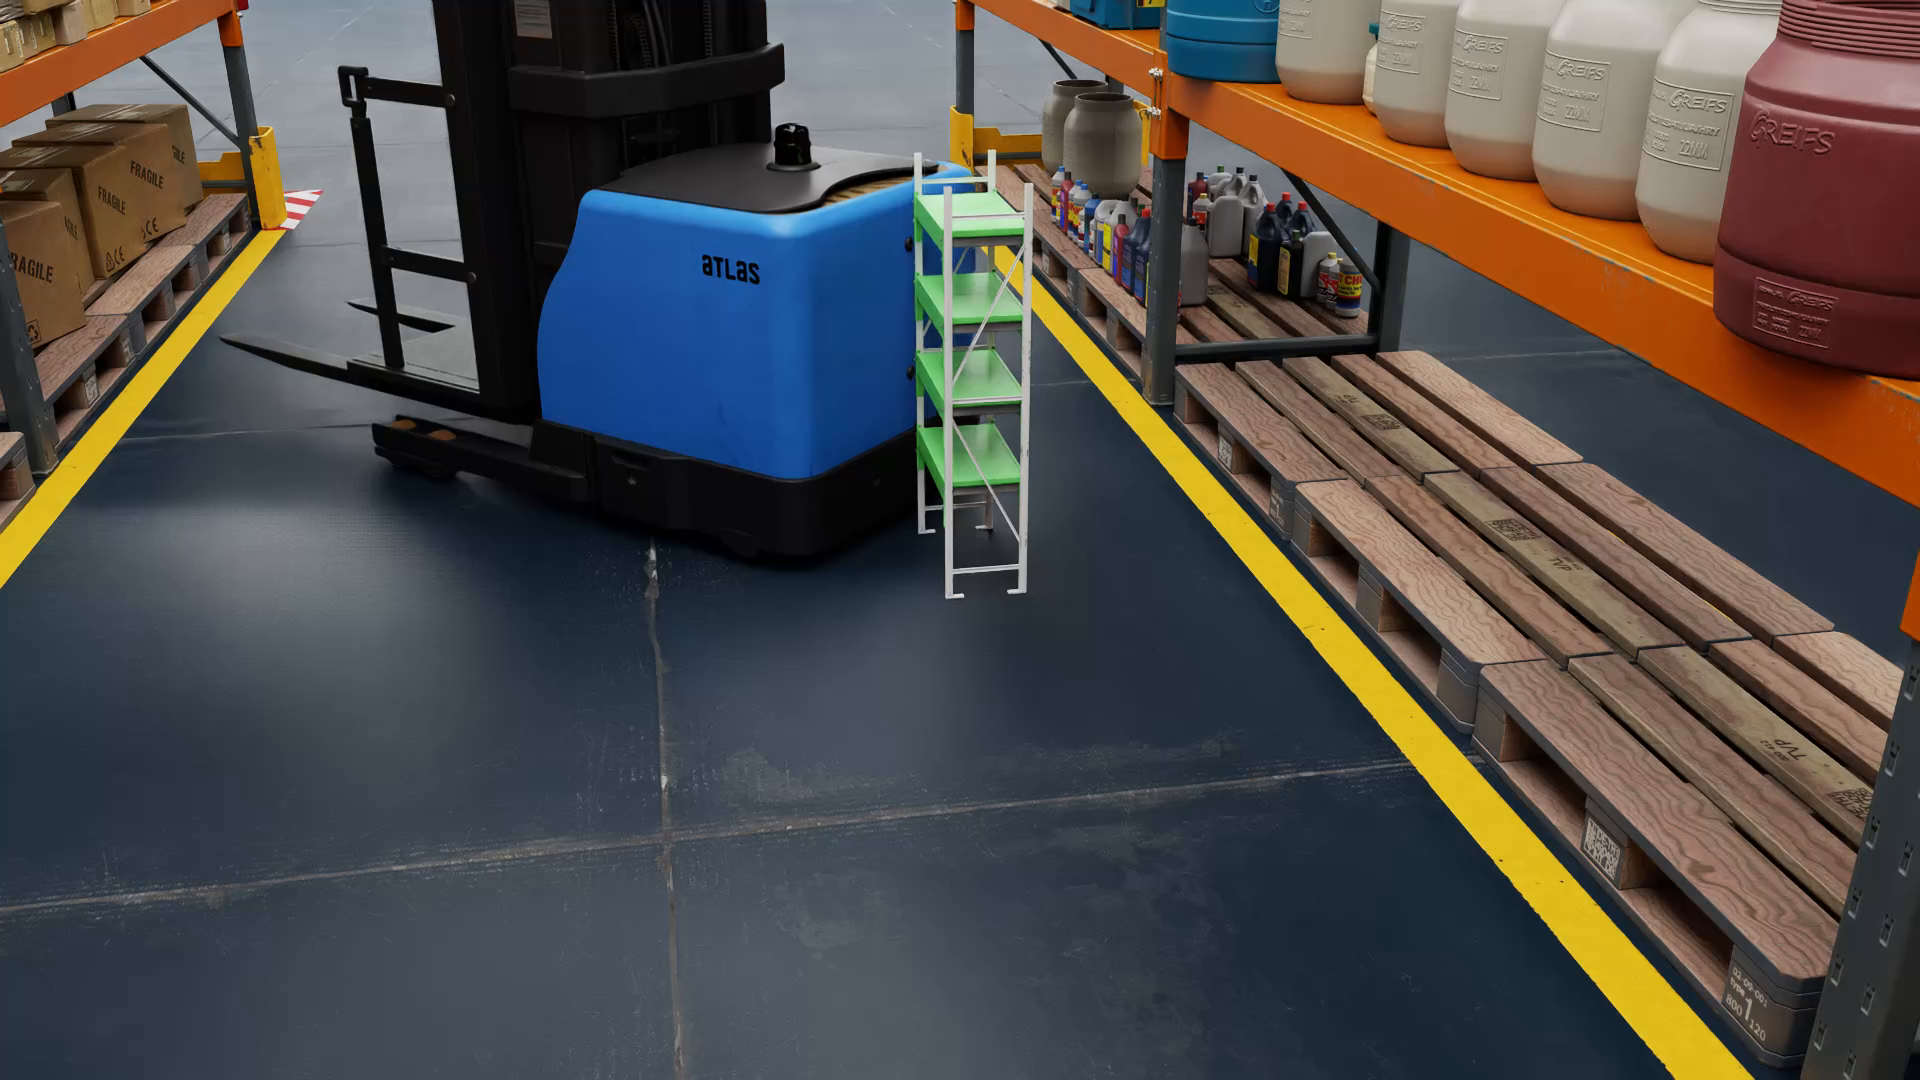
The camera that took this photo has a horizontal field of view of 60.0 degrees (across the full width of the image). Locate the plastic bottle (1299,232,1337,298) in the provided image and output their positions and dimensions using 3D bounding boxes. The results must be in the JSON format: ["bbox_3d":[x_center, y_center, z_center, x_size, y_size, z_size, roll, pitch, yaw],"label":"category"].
[{"bbox_3d":[1.503,-1.181,7.059,0.152,0.276,0.135,-3,24,-8],"label":"plastic bottle"}]

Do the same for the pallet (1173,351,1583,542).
[{"bbox_3d":[1.401,-0.361,5.812,1.003,0.211,1.213,-4,24,-10],"label":"pallet"}]

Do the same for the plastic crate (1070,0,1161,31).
[{"bbox_3d":[0.746,-2.291,6.935,0.499,0.251,0.616,-4,24,-10],"label":"plastic crate"}]

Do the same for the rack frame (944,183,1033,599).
[{"bbox_3d":[0.076,-0.389,4.641,0.240,1.200,0.015,-4,24,-10],"label":"rack frame"}]

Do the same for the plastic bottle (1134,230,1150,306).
[{"bbox_3d":[0.815,-1.164,6.928,0.144,0.351,0.185,-5,24,-11],"label":"plastic bottle"}]

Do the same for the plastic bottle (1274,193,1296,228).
[{"bbox_3d":[1.441,-1.355,7.364,0.144,0.351,0.185,-5,24,-12],"label":"plastic bottle"}]

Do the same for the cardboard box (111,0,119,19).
[{"bbox_3d":[-3.776,-2.254,6.976,0.380,0.149,0.250,-4,24,-10],"label":"cardboard box"}]

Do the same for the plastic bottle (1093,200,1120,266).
[{"bbox_3d":[0.694,-1.397,7.553,0.152,0.276,0.135,-4,24,-9],"label":"plastic bottle"}]

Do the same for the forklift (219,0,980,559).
[{"bbox_3d":[-1.450,-1.717,5.520,3.031,2.935,1.130,14,27,30],"label":"forklift"}]

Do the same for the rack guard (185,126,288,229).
[{"bbox_3d":[-4.376,-1.976,9.149,1.175,0.500,0.348,-4,24,-10],"label":"rack guard"}]

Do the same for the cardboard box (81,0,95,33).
[{"bbox_3d":[-3.650,-2.059,6.531,0.380,0.149,0.250,-4,24,-10],"label":"cardboard box"}]

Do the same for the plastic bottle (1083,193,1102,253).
[{"bbox_3d":[0.626,-1.479,7.748,0.097,0.271,0.097,0,24,0],"label":"plastic bottle"}]

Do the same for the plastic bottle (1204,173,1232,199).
[{"bbox_3d":[1.268,-1.680,8.202,0.152,0.276,0.135,-4,24,-9],"label":"plastic bottle"}]

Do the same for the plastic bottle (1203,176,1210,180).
[{"bbox_3d":[1.248,-1.747,8.449,0.097,0.201,0.097,0,24,0],"label":"plastic bottle"}]

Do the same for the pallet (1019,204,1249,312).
[{"bbox_3d":[0.905,-1.415,8.225,1.003,0.211,1.213,-4,24,-10],"label":"pallet"}]

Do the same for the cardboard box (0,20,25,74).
[{"bbox_3d":[-3.428,-1.669,5.637,0.380,0.149,0.250,-4,24,-10],"label":"cardboard box"}]

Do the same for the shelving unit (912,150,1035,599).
[{"bbox_3d":[0.031,-0.485,4.861,0.258,1.200,0.503,-4,24,-10],"label":"shelving unit"}]

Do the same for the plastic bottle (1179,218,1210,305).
[{"bbox_3d":[0.957,-1.175,6.952,0.144,0.351,0.185,-4,24,-10],"label":"plastic bottle"}]

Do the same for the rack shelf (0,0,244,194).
[{"bbox_3d":[-4.020,-2.035,7.060,1.077,0.370,4.000,-4,24,-10],"label":"rack shelf"}]

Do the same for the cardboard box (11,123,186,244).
[{"bbox_3d":[-4.146,-1.719,8.036,0.500,0.500,0.500,2,24,4],"label":"cardboard box"}]

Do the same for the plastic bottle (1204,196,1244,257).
[{"bbox_3d":[1.222,-1.467,7.714,0.152,0.276,0.135,-4,24,-10],"label":"plastic bottle"}]

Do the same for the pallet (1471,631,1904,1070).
[{"bbox_3d":[1.852,0.599,3.614,1.003,0.211,1.213,-4,24,-10],"label":"pallet"}]

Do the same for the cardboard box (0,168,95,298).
[{"bbox_3d":[-3.990,-1.248,6.959,0.500,0.500,0.500,-6,24,-14],"label":"cardboard box"}]

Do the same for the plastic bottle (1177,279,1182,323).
[{"bbox_3d":[0.844,-0.983,6.700,0.097,0.201,0.097,0,24,0],"label":"plastic bottle"}]

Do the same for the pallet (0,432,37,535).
[{"bbox_3d":[-3.505,0.006,4.972,1.003,0.211,1.213,-4,24,-10],"label":"pallet"}]

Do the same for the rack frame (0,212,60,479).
[{"bbox_3d":[-3.650,-1.578,5.115,1.000,3.000,0.127,-4,24,-10],"label":"rack frame"}]

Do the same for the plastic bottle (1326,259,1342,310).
[{"bbox_3d":[1.571,-1.061,6.879,0.097,0.201,0.097,0,24,0],"label":"plastic bottle"}]

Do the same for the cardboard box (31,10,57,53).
[{"bbox_3d":[-3.557,-1.863,6.081,0.380,0.149,0.250,-4,24,-10],"label":"cardboard box"}]

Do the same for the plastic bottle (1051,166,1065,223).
[{"bbox_3d":[0.507,-1.733,8.329,0.097,0.271,0.097,0,24,0],"label":"plastic bottle"}]

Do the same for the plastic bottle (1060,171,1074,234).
[{"bbox_3d":[0.531,-1.648,8.120,0.061,0.283,0.133,-4,24,-9],"label":"plastic bottle"}]

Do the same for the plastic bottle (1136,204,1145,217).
[{"bbox_3d":[0.816,-1.353,7.445,0.061,0.283,0.133,-4,24,-10],"label":"plastic bottle"}]

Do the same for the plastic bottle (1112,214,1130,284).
[{"bbox_3d":[0.709,-1.270,7.254,0.061,0.283,0.133,-3,24,-6],"label":"plastic bottle"}]

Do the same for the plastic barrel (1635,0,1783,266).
[{"bbox_3d":[1.557,-0.811,3.220,0.421,0.512,0.421,0,24,0],"label":"plastic barrel"}]

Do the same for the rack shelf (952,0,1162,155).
[{"bbox_3d":[0.848,-2.401,7.899,1.077,0.370,4.000,-4,24,-10],"label":"rack shelf"}]

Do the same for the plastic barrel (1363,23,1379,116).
[{"bbox_3d":[1.311,-1.349,4.764,0.301,0.262,0.301,0,24,0],"label":"plastic barrel"}]

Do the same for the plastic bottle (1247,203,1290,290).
[{"bbox_3d":[1.334,-1.270,7.169,0.144,0.351,0.185,-4,24,-10],"label":"plastic bottle"}]

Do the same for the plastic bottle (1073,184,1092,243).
[{"bbox_3d":[0.589,-1.559,7.930,0.097,0.271,0.097,0,24,0],"label":"plastic bottle"}]

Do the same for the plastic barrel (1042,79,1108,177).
[{"bbox_3d":[0.675,-2.317,9.391,0.421,0.512,0.421,0,24,0],"label":"plastic barrel"}]

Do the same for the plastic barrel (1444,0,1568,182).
[{"bbox_3d":[1.395,-1.155,3.978,0.433,0.535,0.433,0,24,0],"label":"plastic barrel"}]

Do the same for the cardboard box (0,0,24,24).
[{"bbox_3d":[-3.672,-1.942,5.451,0.875,0.500,0.500,-4,24,-10],"label":"cardboard box"}]

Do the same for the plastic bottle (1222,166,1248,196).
[{"bbox_3d":[1.328,-1.595,7.914,0.144,0.351,0.185,-3,24,-8],"label":"plastic bottle"}]

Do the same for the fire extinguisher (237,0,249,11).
[{"bbox_3d":[-3.958,-3.195,8.914,0.296,0.674,0.183,-4,24,-10],"label":"fire extinguisher"}]

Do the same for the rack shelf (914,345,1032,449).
[{"bbox_3d":[0.031,-0.426,4.886,0.258,0.148,0.480,-4,24,-10],"label":"rack shelf"}]

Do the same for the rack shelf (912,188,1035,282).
[{"bbox_3d":[0.031,-0.866,4.694,0.258,0.148,0.480,-4,24,-10],"label":"rack shelf"}]

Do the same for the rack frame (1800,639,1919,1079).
[{"bbox_3d":[1.954,-0.371,2.351,0.949,2.616,0.053,-4,24,-10],"label":"rack frame"}]

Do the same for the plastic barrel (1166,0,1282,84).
[{"bbox_3d":[0.991,-2.000,5.455,0.600,0.901,0.708,-4,24,-10],"label":"plastic barrel"}]

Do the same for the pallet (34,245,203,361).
[{"bbox_3d":[-4.038,-1.042,7.373,1.003,0.211,1.213,-4,24,-10],"label":"pallet"}]
